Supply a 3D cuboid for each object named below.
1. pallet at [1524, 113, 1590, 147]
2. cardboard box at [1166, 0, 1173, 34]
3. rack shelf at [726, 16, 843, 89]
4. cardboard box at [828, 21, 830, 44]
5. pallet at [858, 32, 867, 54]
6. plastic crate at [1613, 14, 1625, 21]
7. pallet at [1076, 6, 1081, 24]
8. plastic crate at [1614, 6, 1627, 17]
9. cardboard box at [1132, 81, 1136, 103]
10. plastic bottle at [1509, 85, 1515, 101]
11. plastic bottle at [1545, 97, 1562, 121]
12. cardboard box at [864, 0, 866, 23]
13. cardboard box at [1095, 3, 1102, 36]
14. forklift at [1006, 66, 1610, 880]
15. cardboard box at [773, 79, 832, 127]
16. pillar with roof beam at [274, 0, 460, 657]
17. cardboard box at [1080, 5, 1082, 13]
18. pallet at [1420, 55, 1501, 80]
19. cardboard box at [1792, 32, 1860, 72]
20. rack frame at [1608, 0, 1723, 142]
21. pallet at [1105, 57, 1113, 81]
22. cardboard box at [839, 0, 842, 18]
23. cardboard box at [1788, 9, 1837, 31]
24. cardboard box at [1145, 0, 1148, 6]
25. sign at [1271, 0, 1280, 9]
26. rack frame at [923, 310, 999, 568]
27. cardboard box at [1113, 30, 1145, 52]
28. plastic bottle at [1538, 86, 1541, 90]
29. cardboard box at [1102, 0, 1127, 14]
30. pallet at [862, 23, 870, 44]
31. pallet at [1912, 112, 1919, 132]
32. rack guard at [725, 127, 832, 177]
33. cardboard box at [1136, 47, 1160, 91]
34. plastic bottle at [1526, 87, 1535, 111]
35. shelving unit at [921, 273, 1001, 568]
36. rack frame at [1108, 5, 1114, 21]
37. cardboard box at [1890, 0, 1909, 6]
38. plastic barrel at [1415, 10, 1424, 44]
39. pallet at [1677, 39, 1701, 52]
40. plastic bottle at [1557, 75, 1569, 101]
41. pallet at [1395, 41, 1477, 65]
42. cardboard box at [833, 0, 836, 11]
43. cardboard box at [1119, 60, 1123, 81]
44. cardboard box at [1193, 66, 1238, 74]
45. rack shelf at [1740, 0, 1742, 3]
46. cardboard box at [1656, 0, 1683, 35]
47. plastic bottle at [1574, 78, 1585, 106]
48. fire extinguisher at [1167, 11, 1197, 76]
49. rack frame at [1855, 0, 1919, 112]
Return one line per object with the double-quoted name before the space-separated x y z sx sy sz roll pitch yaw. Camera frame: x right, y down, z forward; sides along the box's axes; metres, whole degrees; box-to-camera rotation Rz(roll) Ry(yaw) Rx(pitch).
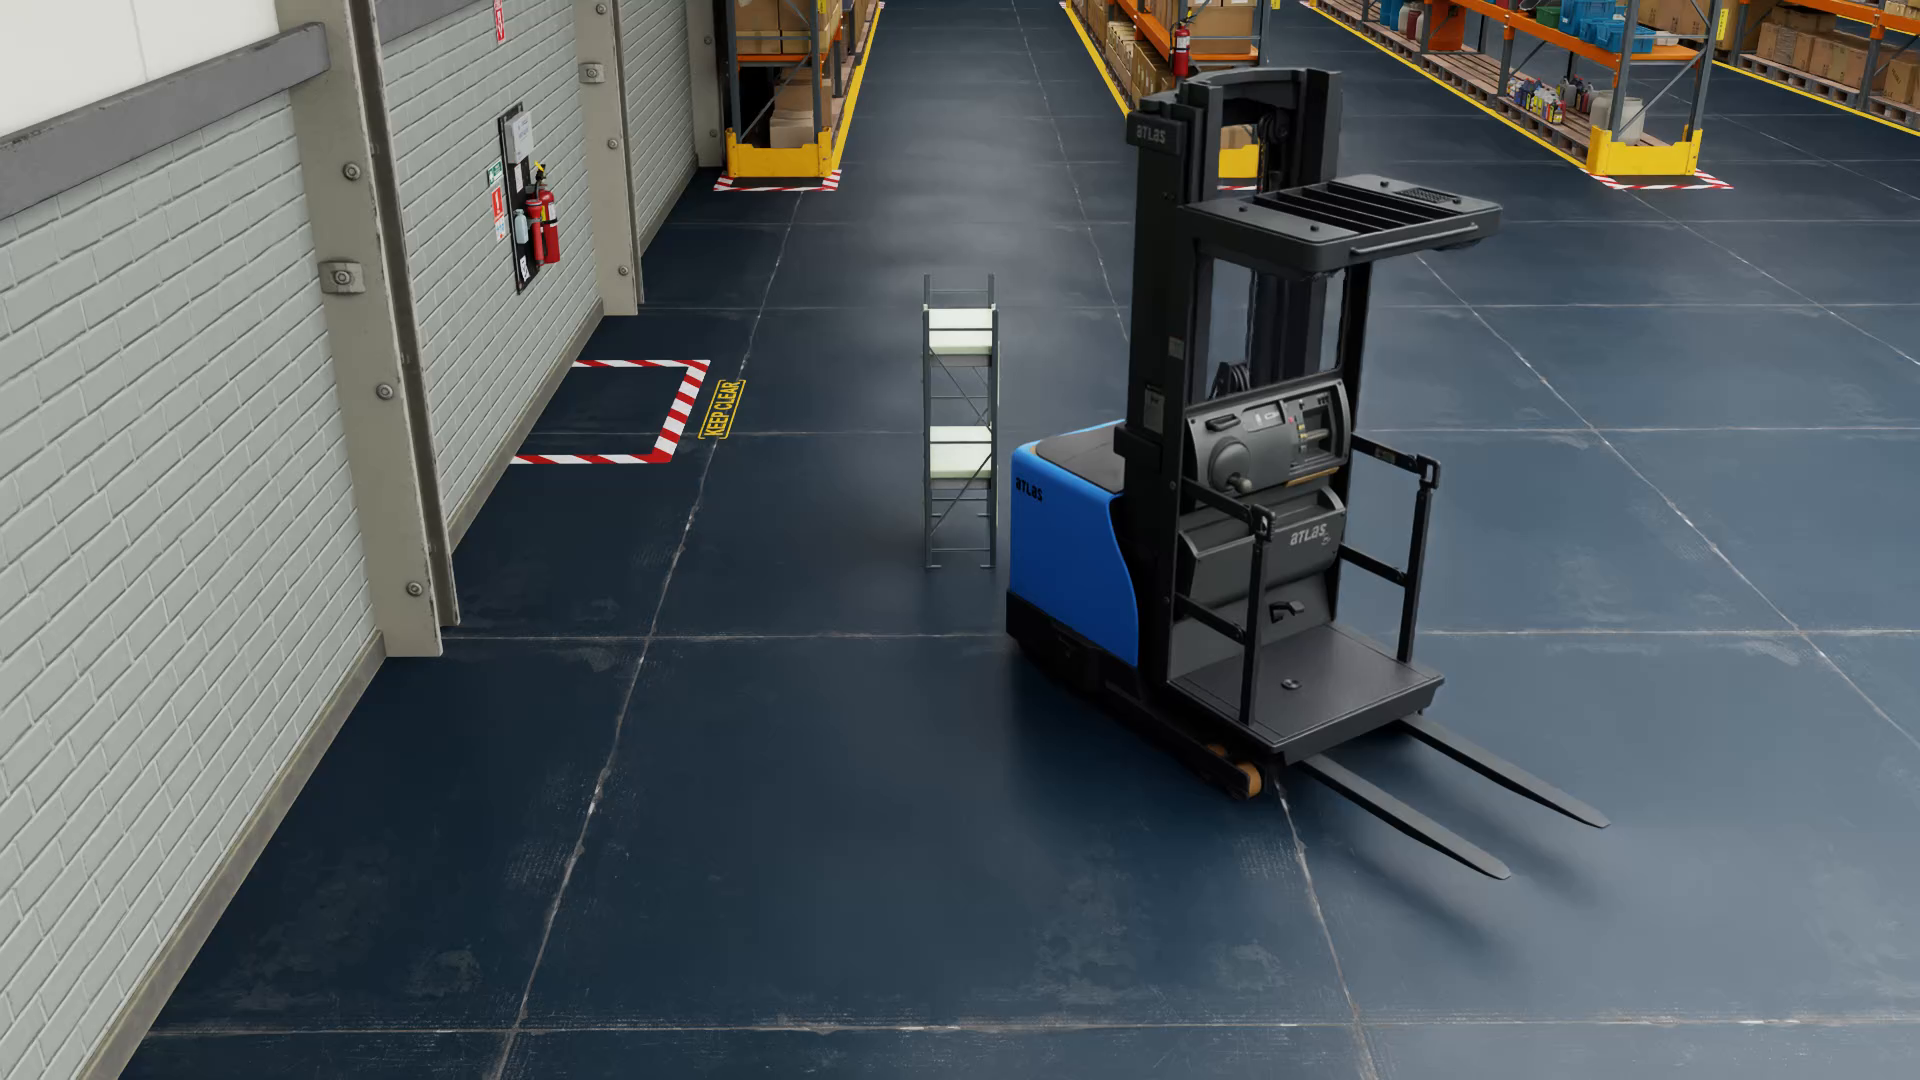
"pallet" 7.790 -5.159 20.900 1.003 0.211 1.213 0 24 -1
"cardboard box" 2.887 -6.417 20.177 0.700 0.500 0.500 0 24 1
"rack shelf" -2.076 -6.014 20.279 1.077 0.370 4.000 0 24 -1
"cardboard box" -1.762 -5.875 19.257 0.500 0.250 0.500 -1 24 -2
"pallet" -2.086 -8.370 28.000 1.003 0.211 1.213 0 24 -1
"plastic crate" 8.079 -6.422 20.629 0.530 0.136 0.437 0 24 -1
"pallet" 2.745 -10.002 31.609 1.003 0.211 1.213 0 24 -1
"plastic crate" 8.092 -6.688 21.077 0.499 0.251 0.616 0 24 -1
"cardboard box" 2.557 -5.935 22.061 0.500 0.250 0.500 0 24 -1
"plastic bottle" 7.374 -5.960 22.151 0.097 0.201 0.097 0 24 0
"plastic bottle" 7.418 -5.380 20.777 0.152 0.276 0.135 0 24 0
"cardboard box" -2.048 -9.407 29.008 0.750 0.750 0.750 0 24 0
"cardboard box" 2.549 -8.713 27.874 0.500 0.500 0.500 -1 24 -3
"forklift" 1.485 -0.428 7.140 1.130 2.935 3.031 -16 29 -31
"cardboard box" -1.936 -5.402 20.553 0.700 0.500 0.500 -2 24 -4
"pillar with roof beam" 1.508 -3.610 6.812 9.100 9.000 0.400 0 24 -1
"cardboard box" 2.414 -9.775 30.649 0.380 0.149 0.250 0 24 -1
"pallet" 7.734 -7.268 25.565 1.003 0.211 1.213 0 24 -1
"cardboard box" 12.776 -7.204 24.538 0.700 0.500 0.500 2 24 4
"rack frame" 7.852 -5.562 18.408 1.000 3.000 0.127 0 24 -1
"pallet" 2.781 -7.228 25.475 1.003 0.211 1.213 0 24 -1
"cardboard box" -1.790 -6.913 21.552 0.500 0.250 0.500 0 24 0
"cardboard box" 12.770 -7.789 24.922 0.500 0.250 0.500 2 24 5
"cardboard box" 2.662 -7.490 22.833 0.396 0.266 0.258 -1 24 -2
"sign" 3.454 -5.972 18.167 0.100 0.325 0.005 0 24 -1
"rack frame" 0.004 -0.530 9.101 0.400 1.500 0.023 0 24 -1
"cardboard box" 2.541 -7.388 24.592 0.500 0.311 0.500 -1 24 -2
"plastic bottle" 7.524 -5.774 21.653 0.097 0.271 0.097 0 24 0
"cardboard box" 2.562 -8.648 26.821 0.500 0.250 0.500 1 24 1
"pallet" -2.102 -8.874 29.115 1.003 0.211 1.213 0 24 -1
"pallet" 12.820 -5.181 20.950 1.003 0.211 1.213 0 24 -1
"rack guard" -2.056 -4.410 18.893 1.175 0.500 0.348 0 24 -1
"cardboard box" 2.560 -6.071 21.451 0.500 0.500 0.500 0 24 -1
"plastic bottle" 7.364 -5.692 21.459 0.061 0.283 0.133 1 24 2
"shelving unit" 0.000 -0.681 9.435 0.431 1.500 0.755 0 24 -1
"rack frame" 2.811 -8.838 25.650 1.000 3.000 0.127 0 24 -1
"cardboard box" 12.704 -7.228 21.609 0.875 0.500 0.500 0 24 -1
"plastic barrel" 7.647 -8.350 27.081 0.421 0.512 0.421 0 24 0
"pallet" 12.774 -8.437 28.148 1.003 0.211 1.213 0 24 -1
"plastic bottle" 7.959 -5.939 21.922 0.144 0.351 0.185 0 24 -1
"pallet" 7.714 -7.913 26.989 1.003 0.211 1.213 0 24 -1
"cardboard box" -1.772 -6.627 20.011 0.500 0.500 0.500 0 24 1
"cardboard box" 2.551 -6.717 23.788 0.500 0.250 0.500 0 24 1
"cardboard box" 3.090 -5.455 20.089 0.500 0.500 0.500 0 24 -1
"rack shelf" 12.695 -9.377 27.716 1.077 0.370 4.000 0 24 -1
"cardboard box" 12.711 -9.120 28.344 1.225 0.875 0.875 -1 24 -2
"plastic bottle" 8.105 -5.860 21.748 0.144 0.351 0.185 -1 24 -3
"fire extinguisher" 2.435 -5.455 18.265 0.296 0.674 0.183 0 24 -1
"rack frame" 12.761 -7.232 22.101 1.000 3.000 0.127 0 24 -1
